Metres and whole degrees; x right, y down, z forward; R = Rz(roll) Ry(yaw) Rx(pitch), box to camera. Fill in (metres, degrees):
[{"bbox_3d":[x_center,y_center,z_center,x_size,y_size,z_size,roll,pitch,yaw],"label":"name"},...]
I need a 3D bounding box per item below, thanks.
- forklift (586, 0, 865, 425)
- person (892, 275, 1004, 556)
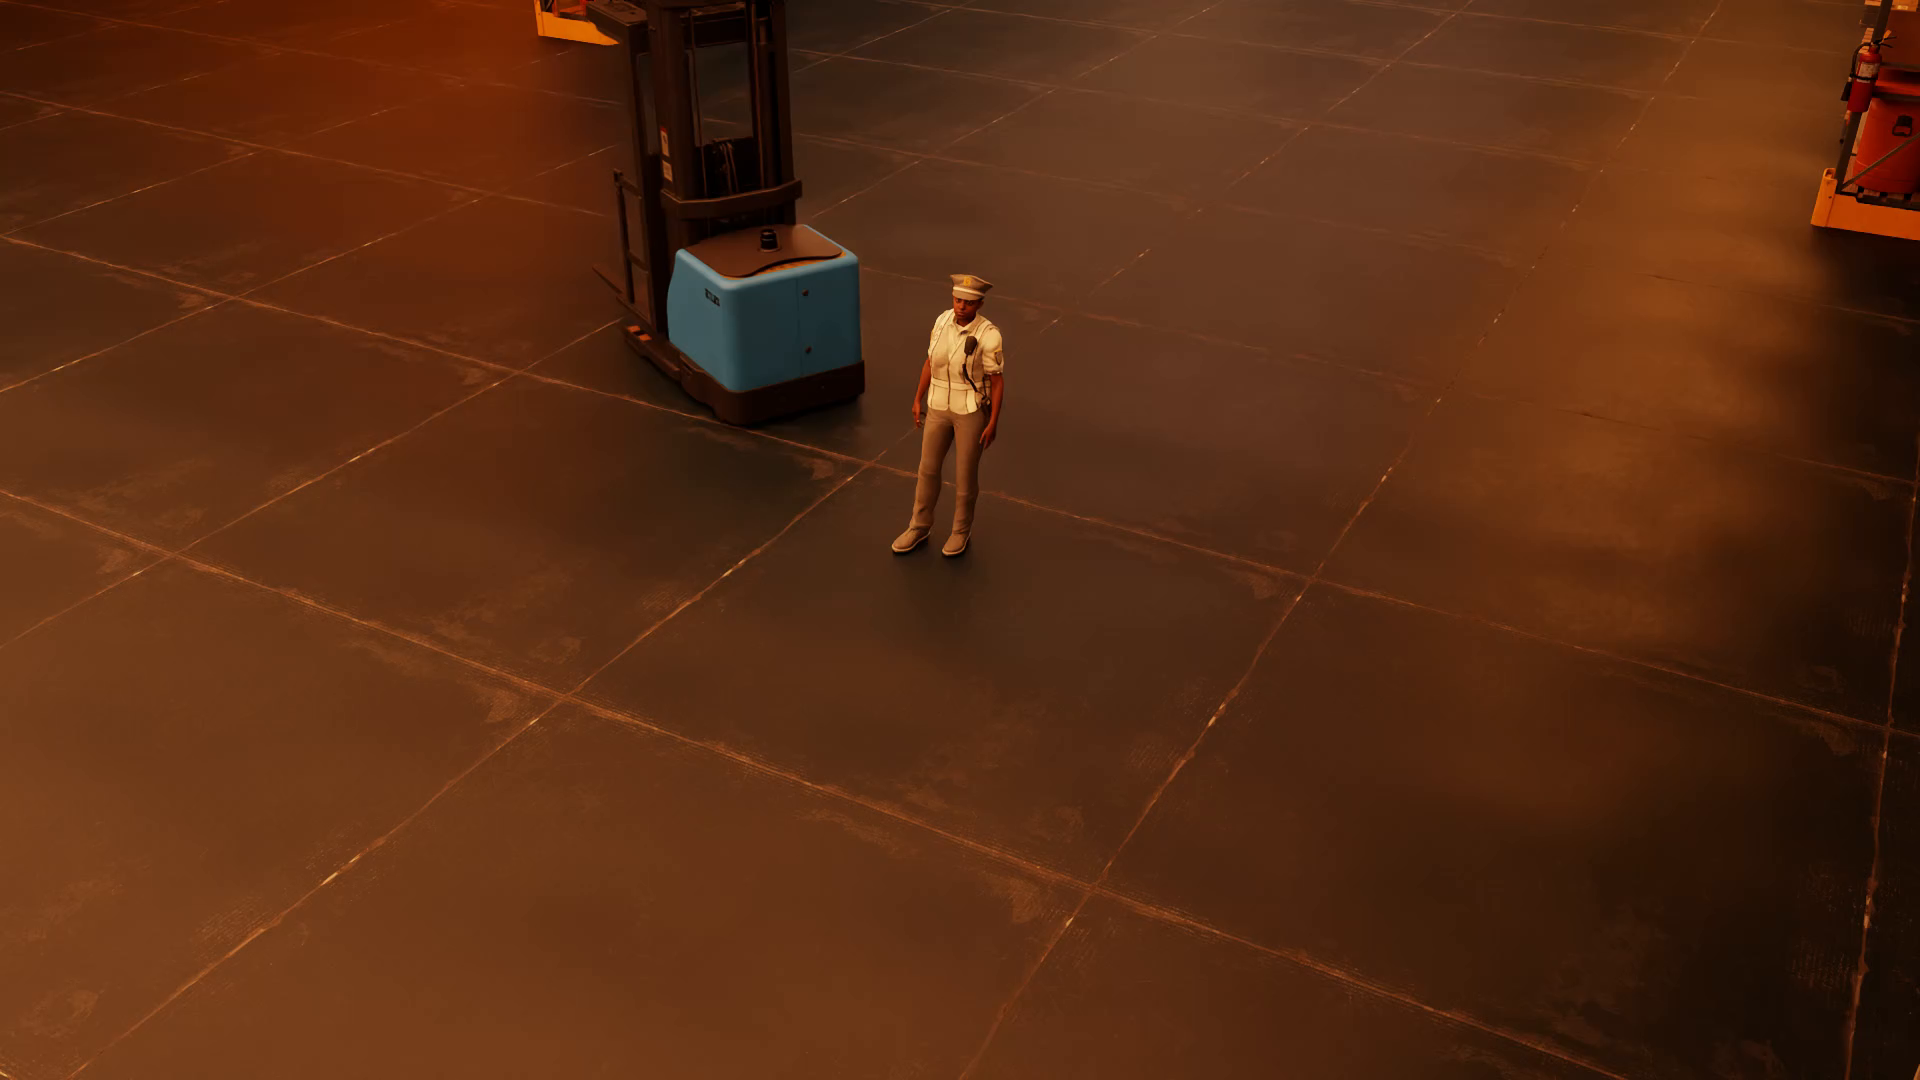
[{"bbox_3d":[-1.878,-2.744,11.824,1.130,2.935,3.031,-18,34,-28],"label":"forklift"},{"bbox_3d":[-0.053,-0.712,9.527,0.570,1.697,0.528,15,33,25],"label":"person"}]
